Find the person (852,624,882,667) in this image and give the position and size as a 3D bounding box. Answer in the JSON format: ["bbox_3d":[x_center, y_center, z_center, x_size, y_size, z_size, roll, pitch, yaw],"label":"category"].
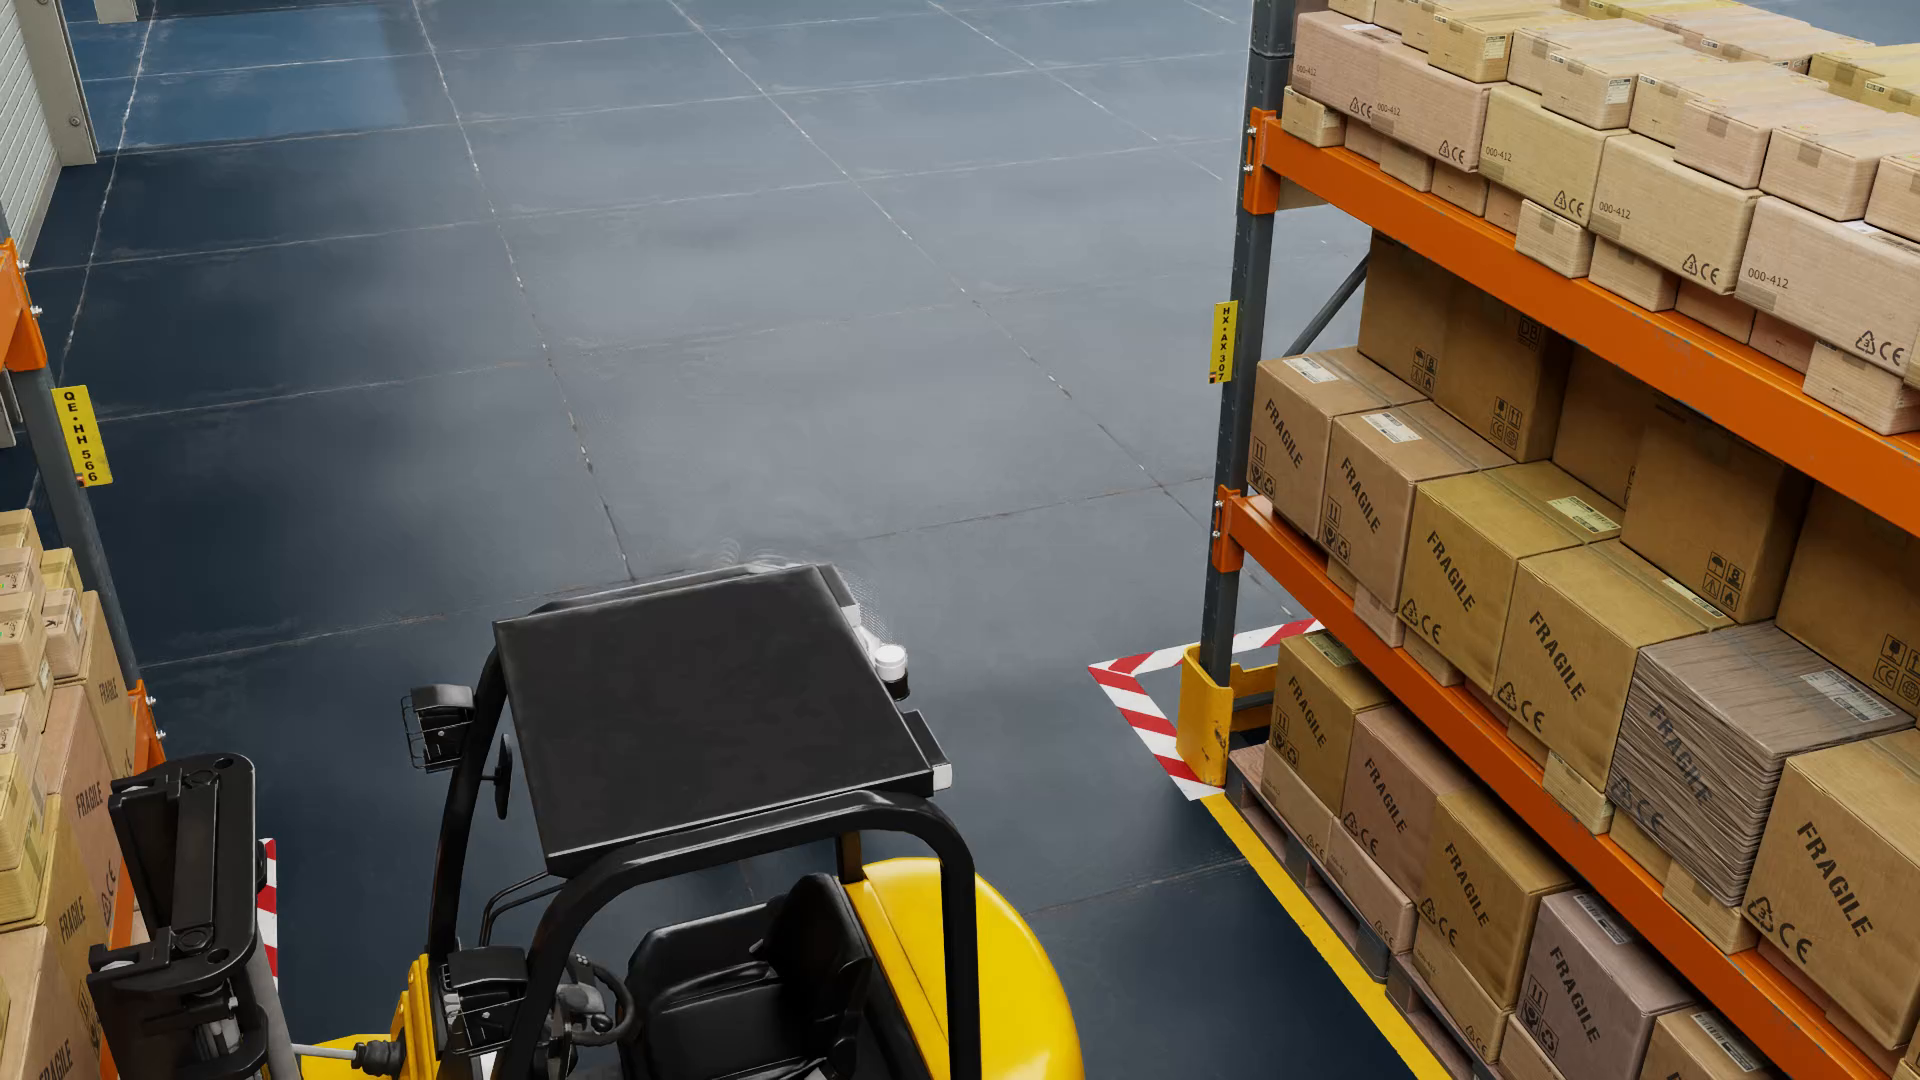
[{"bbox_3d":[-0.695,0.602,6.820,0.916,1.022,0.538,-11,31,-19],"label":"person"}]
